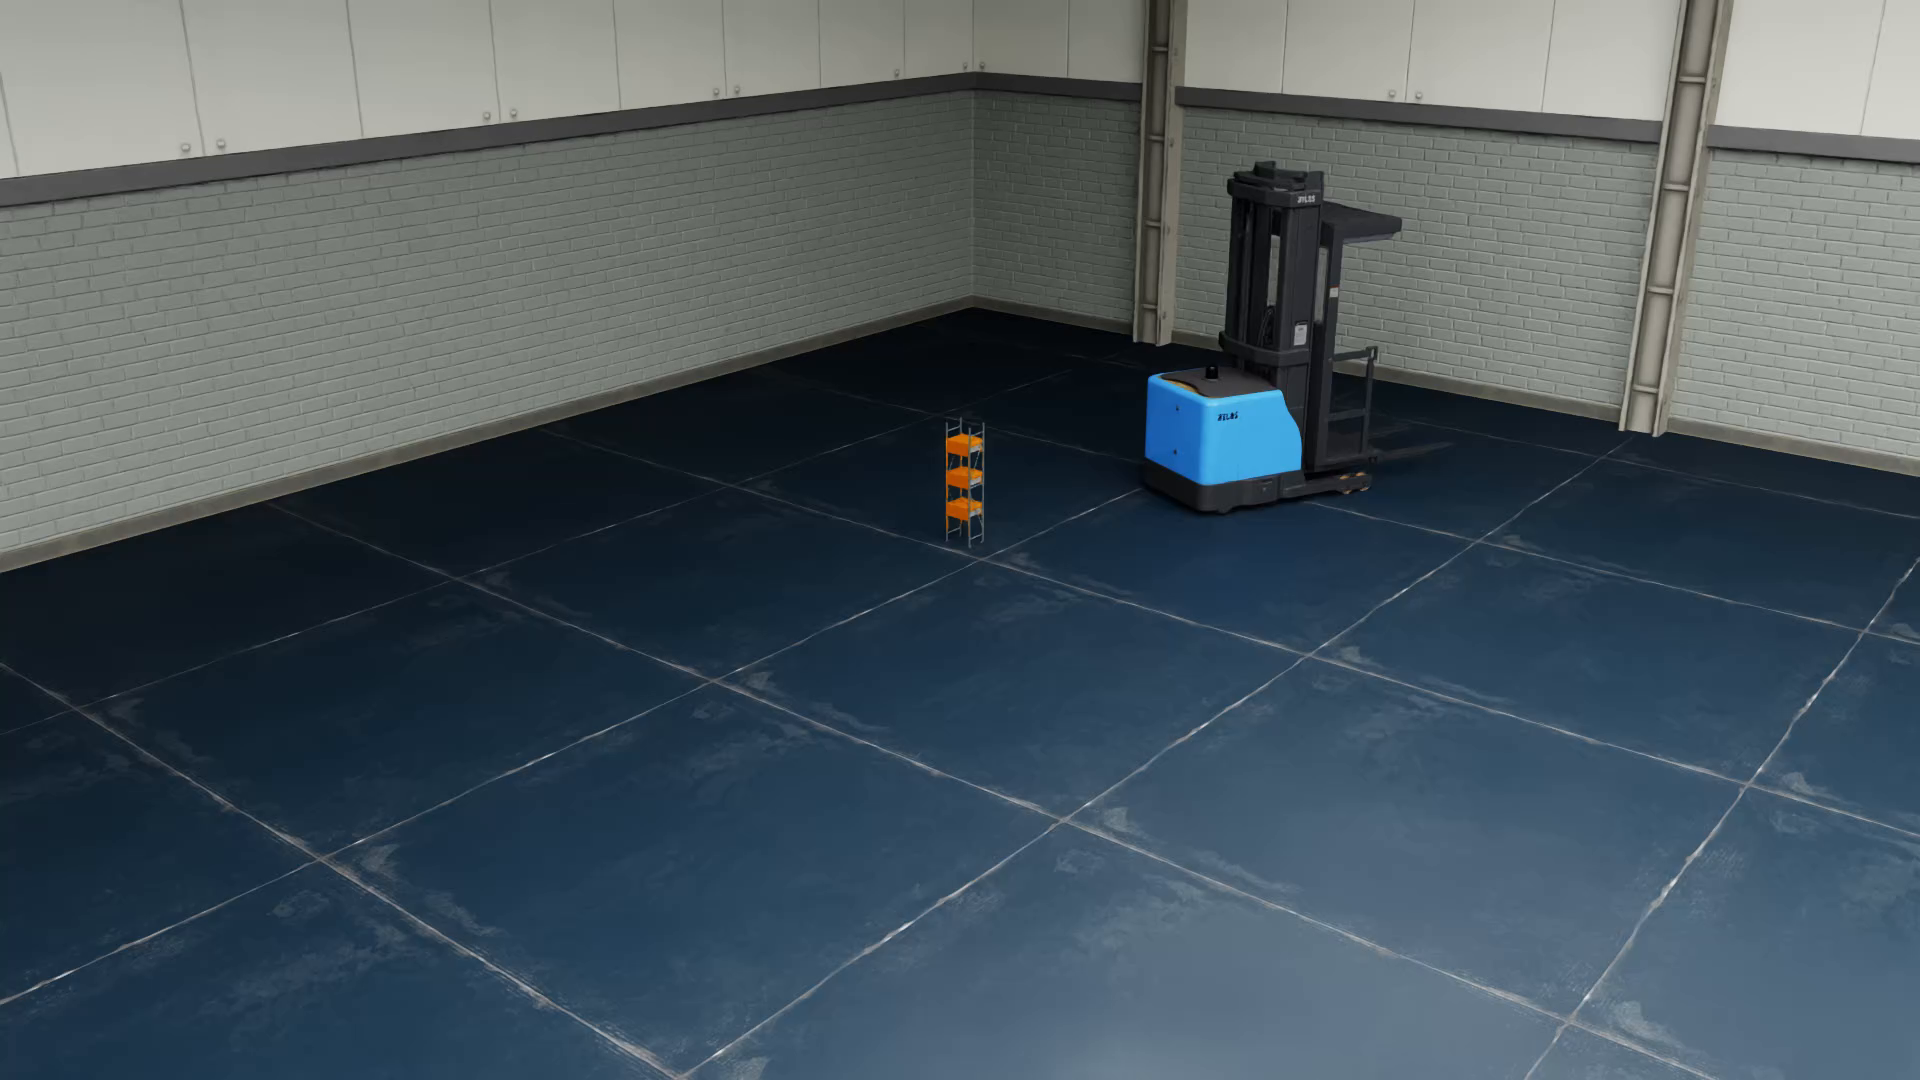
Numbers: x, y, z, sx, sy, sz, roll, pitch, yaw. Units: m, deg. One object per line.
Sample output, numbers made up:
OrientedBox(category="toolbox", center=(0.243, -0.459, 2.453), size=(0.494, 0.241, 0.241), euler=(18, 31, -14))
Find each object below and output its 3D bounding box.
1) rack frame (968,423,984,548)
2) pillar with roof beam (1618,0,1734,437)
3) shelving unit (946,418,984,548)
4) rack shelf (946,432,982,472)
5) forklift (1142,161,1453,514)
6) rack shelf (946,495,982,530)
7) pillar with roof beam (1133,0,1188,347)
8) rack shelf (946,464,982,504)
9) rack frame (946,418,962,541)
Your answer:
OrientedBox(category="rack frame", center=(0.136, -0.452, 13.881), size=(0.008, 1.050, 0.200), euler=(16, 26, 36))
OrientedBox(category="pillar with roof beam", center=(4.324, -4.165, 12.461), size=(0.400, 9.000, 9.100), euler=(16, 26, 36))
OrientedBox(category="shelving unit", center=(0.041, -0.479, 13.953), size=(0.252, 1.050, 0.215), euler=(16, 26, 36))
OrientedBox(category="rack shelf", center=(0.041, -0.735, 13.857), size=(0.240, 0.259, 0.215), euler=(16, 26, 36))
OrientedBox(category="forklift", center=(3.240, -1.949, 15.186), size=(3.031, 2.935, 1.130), euler=(-10, 23, -25))
OrientedBox(category="rack shelf", center=(0.041, -0.209, 14.055), size=(0.240, 0.259, 0.215), euler=(16, 26, 36))
OrientedBox(category="pillar with roof beam", center=(-0.325, -5.503, 16.011), size=(0.400, 9.000, 9.100), euler=(16, 26, 36))
OrientedBox(category="rack shelf", center=(0.041, -0.469, 13.957), size=(0.240, 0.259, 0.215), euler=(16, 26, 36))
OrientedBox(category="rack frame", center=(-0.053, -0.507, 14.026), size=(0.008, 1.050, 0.200), euler=(16, 26, 36))
